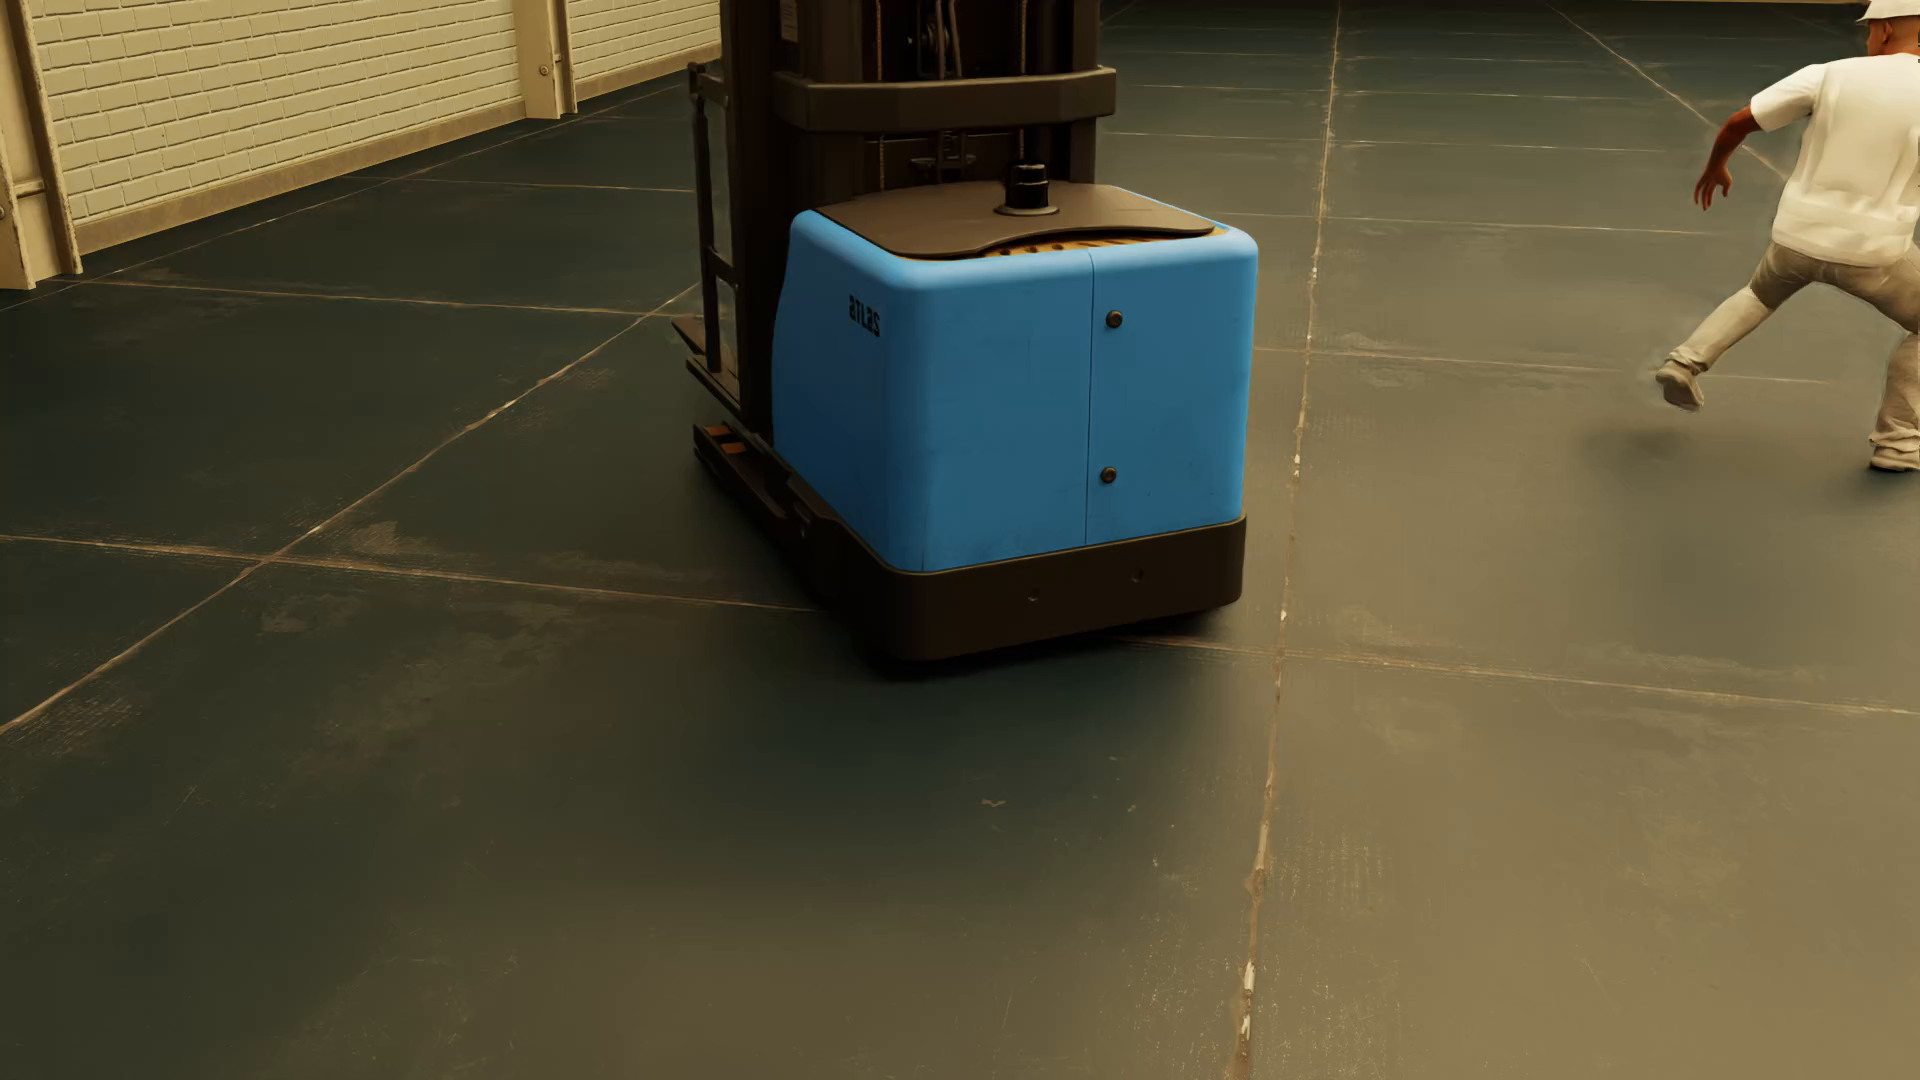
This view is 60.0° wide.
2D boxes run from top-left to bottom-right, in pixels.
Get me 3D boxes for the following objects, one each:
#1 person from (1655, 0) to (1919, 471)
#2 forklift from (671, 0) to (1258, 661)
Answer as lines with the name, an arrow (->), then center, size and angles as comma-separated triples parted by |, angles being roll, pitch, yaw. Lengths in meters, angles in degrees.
person -> 3.060, -1.031, 5.603 | 1.193, 1.639, 0.512 | 20, 29, 39
forklift -> -0.266, -1.574, 5.127 | 1.130, 2.935, 3.031 | -9, 24, -21
